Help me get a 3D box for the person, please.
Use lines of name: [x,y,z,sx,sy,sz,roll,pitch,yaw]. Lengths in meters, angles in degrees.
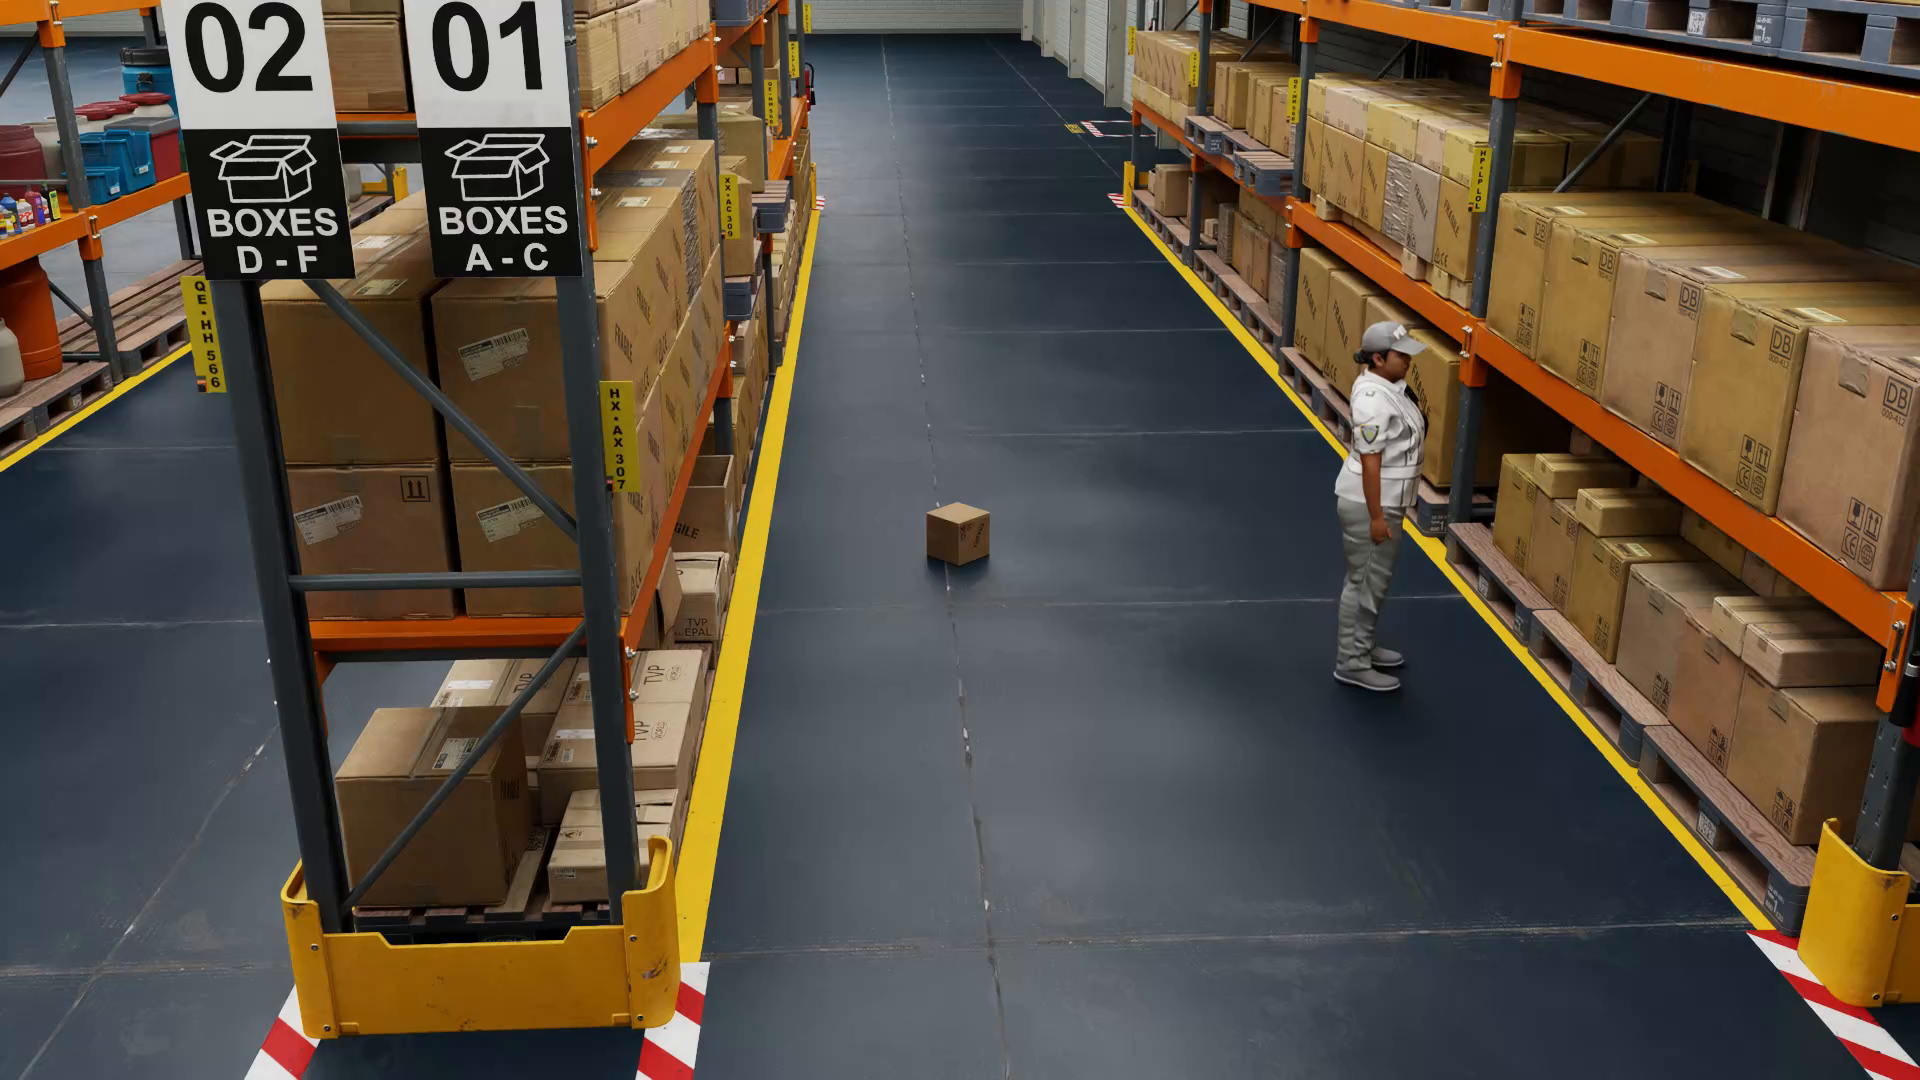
person: [1.877,-0.163,7.490,0.383,1.673,0.474,6,21,15]
